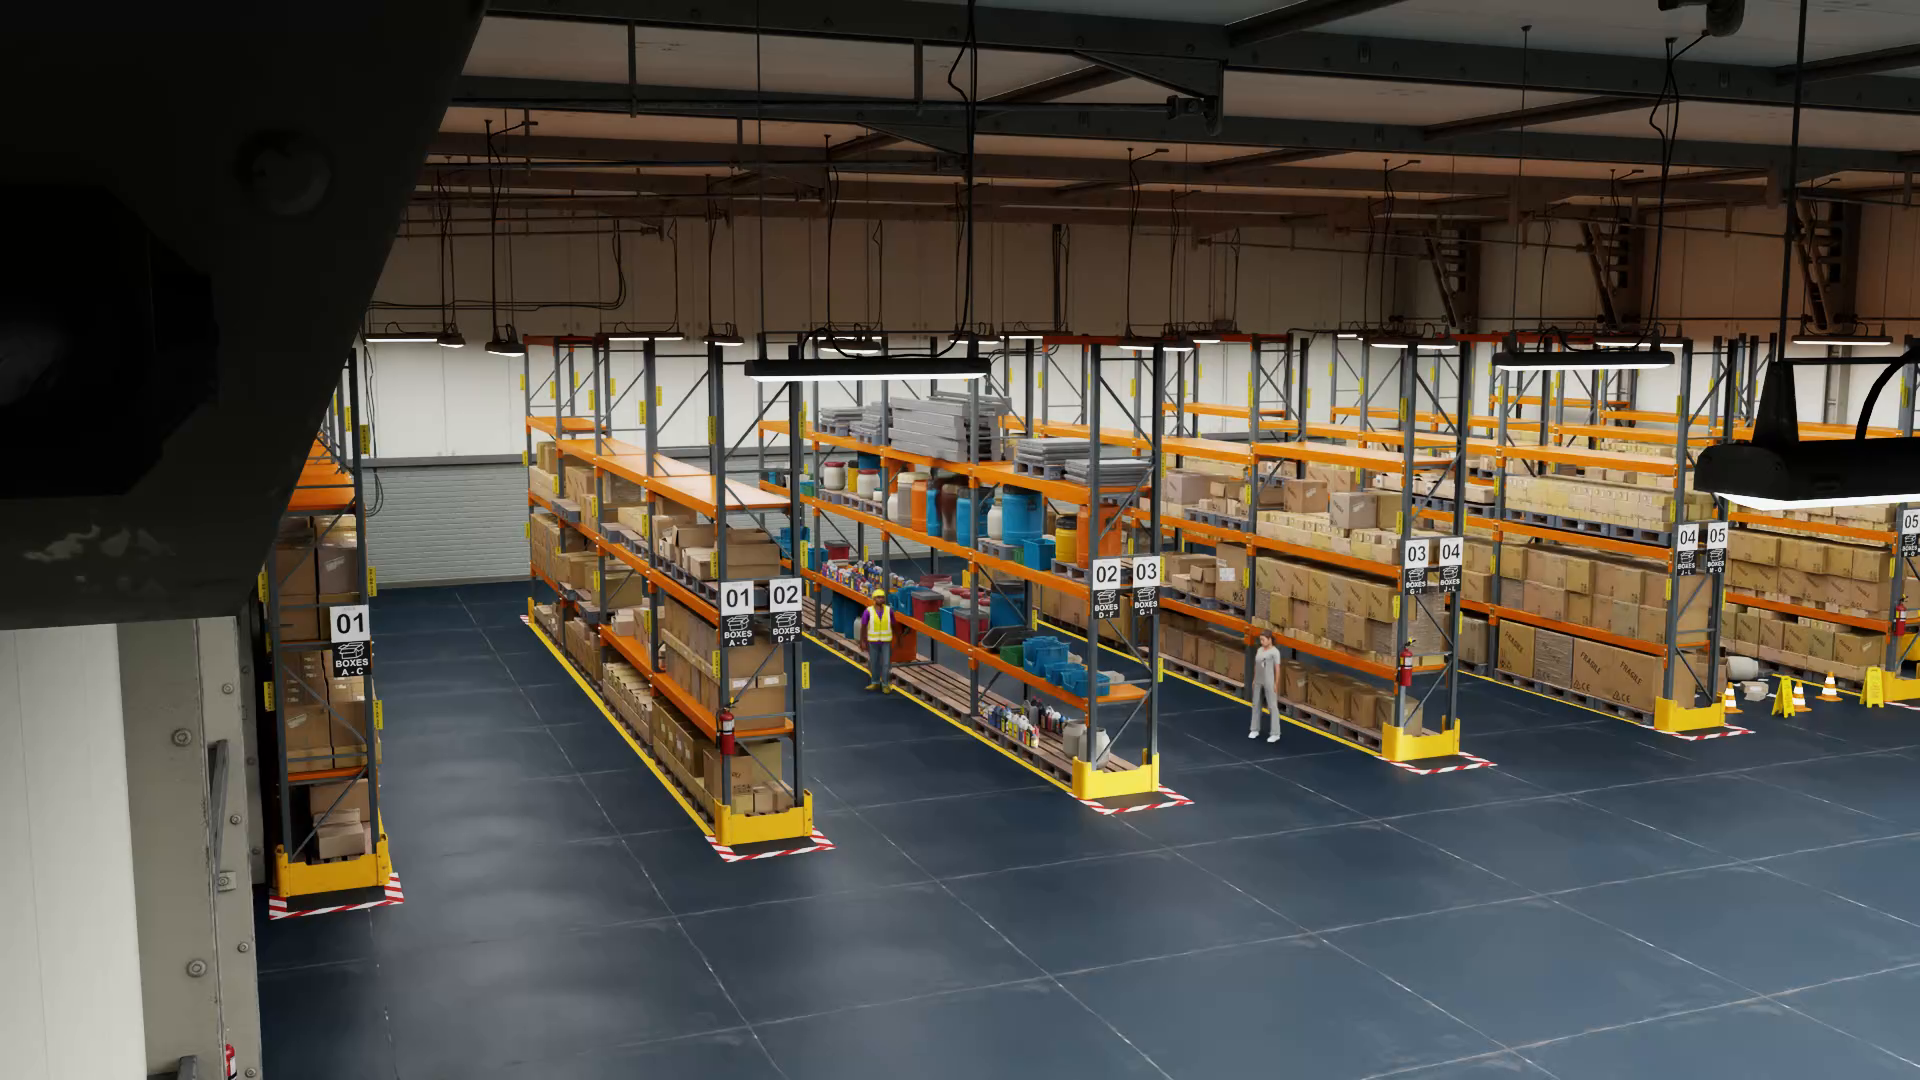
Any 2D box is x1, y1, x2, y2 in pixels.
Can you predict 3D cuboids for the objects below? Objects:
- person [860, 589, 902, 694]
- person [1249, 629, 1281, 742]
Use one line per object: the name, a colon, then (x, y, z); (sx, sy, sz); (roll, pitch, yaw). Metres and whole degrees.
person: (-1.343, 1.706, 28.184); (0.701, 1.766, 0.445); (0, 8, 0)
person: (4.598, 2.173, 25.071); (0.410, 1.678, 0.519); (-6, 10, -40)
